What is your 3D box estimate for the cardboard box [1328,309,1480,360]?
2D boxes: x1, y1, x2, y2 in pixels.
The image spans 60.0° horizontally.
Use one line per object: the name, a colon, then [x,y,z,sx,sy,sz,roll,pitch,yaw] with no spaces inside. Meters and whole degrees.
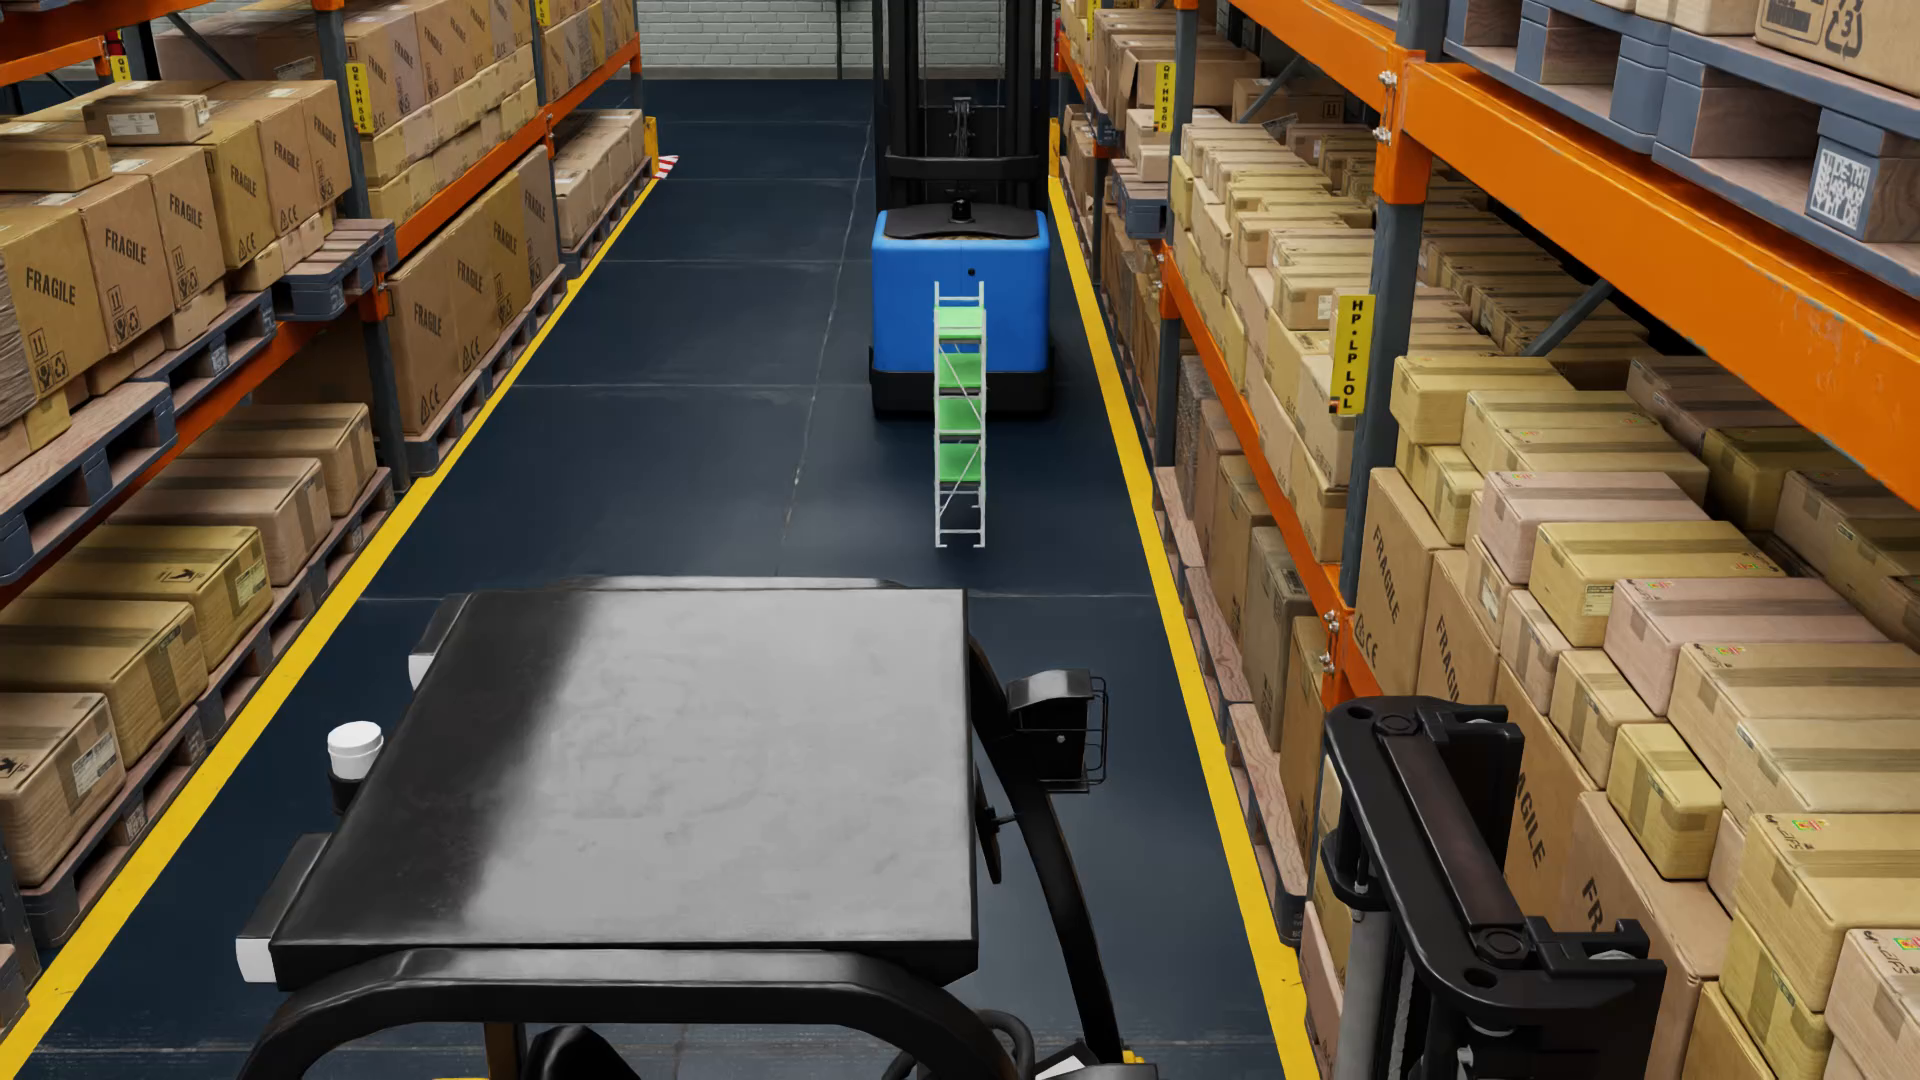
cardboard box: [1.330,-0.589,5.003,0.380,0.149,0.250,-1,24,-1]

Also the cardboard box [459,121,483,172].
cardboard box: [-3.216,-2.391,10.079,0.500,0.250,0.500,0,24,-1]

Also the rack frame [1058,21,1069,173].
rack frame: [1.446,-4.946,15.546,1.000,3.000,0.127,0,24,-1]

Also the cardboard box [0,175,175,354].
cardboard box: [-3.103,-0.955,5.729,0.500,0.500,0.500,0,24,-1]

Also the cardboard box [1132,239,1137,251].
cardboard box: [1.304,-1.959,10.678,0.380,0.149,0.250,1,24,1]

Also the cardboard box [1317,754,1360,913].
cardboard box: [1.268,0.805,4.443,0.500,0.250,0.500,-1,24,-1]

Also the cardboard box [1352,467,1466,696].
cardboard box: [1.320,0.137,4.186,0.500,0.500,0.500,-1,24,-2]

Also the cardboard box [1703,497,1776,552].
cardboard box: [1.869,0.001,3.700,0.380,0.149,0.250,0,24,1]

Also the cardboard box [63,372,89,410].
cardboard box: [-3.150,-0.503,5.517,0.380,0.149,0.250,1,24,3]

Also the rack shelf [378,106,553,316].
rack shelf: [-3.452,-2.122,10.175,1.077,0.370,4.000,0,24,-1]

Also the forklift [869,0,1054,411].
forklift: [0.013,-2.649,10.550,1.130,2.935,3.031,0,24,0]

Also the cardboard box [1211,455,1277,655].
cardboard box: [1.549,0.045,6.883,0.875,0.625,0.625,-1,24,-3]

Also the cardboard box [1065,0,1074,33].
cardboard box: [1.187,-4.617,14.640,0.500,0.250,0.500,0,24,0]

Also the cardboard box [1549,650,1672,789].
cardboard box: [1.302,0.318,2.999,0.380,0.149,0.250,-1,24,-2]

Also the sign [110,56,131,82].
sign: [-3.985,-2.150,7.958,0.100,0.325,0.005,0,24,-1]

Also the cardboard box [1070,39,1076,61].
cardboard box: [1.139,-4.164,14.122,0.380,0.149,0.250,-1,24,-2]

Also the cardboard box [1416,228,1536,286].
cardboard box: [1.826,-1.014,5.943,0.380,0.149,0.250,0,24,-1]

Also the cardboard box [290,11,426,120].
cardboard box: [-3.206,-2.536,8.882,0.500,0.500,0.500,0,24,0]

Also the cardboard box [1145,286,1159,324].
cardboard box: [1.240,-1.312,9.248,0.380,0.149,0.250,-1,24,-3]

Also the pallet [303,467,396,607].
pallet: [-3.423,-0.033,8.067,1.003,0.211,1.213,0,24,-1]

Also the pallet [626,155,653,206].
pallet: [-3.431,-3.323,15.340,1.003,0.211,1.213,0,24,-1]

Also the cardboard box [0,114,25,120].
cardboard box: [-8.800,-3.804,15.250,0.380,0.149,0.250,-1,24,-3]

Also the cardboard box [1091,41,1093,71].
cardboard box: [1.240,-3.574,12.333,0.500,0.250,0.500,0,24,1]

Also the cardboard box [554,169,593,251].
cardboard box: [-3.373,-2.557,12.864,0.875,0.438,0.875,-1,24,-1]

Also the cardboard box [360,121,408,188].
cardboard box: [-3.189,-1.995,8.597,0.500,0.250,0.500,0,24,-1]

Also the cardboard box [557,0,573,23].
cardboard box: [-3.236,-4.181,12.519,0.500,0.500,0.500,-1,24,-1]

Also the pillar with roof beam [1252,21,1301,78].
pillar with roof beam: [-1.922,-6.303,11.266,9.100,9.000,0.400,0,24,-1]

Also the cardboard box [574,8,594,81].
cardboard box: [-3.218,-3.927,13.170,0.500,0.500,0.500,0,24,0]

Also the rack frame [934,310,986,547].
rack frame: [0.001,-0.514,7.931,0.240,1.200,0.015,0,24,-1]

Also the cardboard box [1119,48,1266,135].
cardboard box: [1.330,-2.560,9.635,0.797,0.503,0.637,-1,24,-2]

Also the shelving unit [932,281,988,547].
shelving unit: [-0.002,-0.615,8.154,0.258,1.200,0.503,0,24,-1]

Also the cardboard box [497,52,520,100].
cardboard box: [-3.213,-3.047,10.922,0.500,0.250,0.500,0,24,1]

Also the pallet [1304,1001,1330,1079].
pallet: [1.543,1.597,4.463,1.003,0.211,1.213,0,24,-1]

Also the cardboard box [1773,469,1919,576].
cardboard box: [1.925,-0.032,3.412,0.380,0.149,0.250,-1,24,-2]

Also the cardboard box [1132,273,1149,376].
cardboard box: [1.310,-1.297,10.002,0.500,0.500,0.500,1,24,2]

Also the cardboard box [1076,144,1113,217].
cardboard box: [1.339,-2.966,13.692,0.700,0.500,0.500,-1,24,-3]

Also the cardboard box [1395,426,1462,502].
cardboard box: [1.317,-0.210,4.166,0.380,0.149,0.250,-1,24,-1]

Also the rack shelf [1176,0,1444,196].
rack shelf: [1.555,-1.864,5.965,1.077,0.370,4.000,0,24,-1]

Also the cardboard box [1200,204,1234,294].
cardboard box: [1.286,-1.203,6.845,0.500,0.250,0.500,-1,24,-2]

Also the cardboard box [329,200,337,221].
cardboard box: [-3.191,-1.569,7.874,0.380,0.149,0.250,1,24,1]

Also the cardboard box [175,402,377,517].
cardboard box: [-3.434,-0.387,8.145,0.950,0.372,0.625,-2,24,-4]

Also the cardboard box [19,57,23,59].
cardboard box: [-8.198,-4.191,14.182,0.380,0.149,0.250,-1,24,-3]

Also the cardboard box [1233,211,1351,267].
cardboard box: [1.227,-1.118,6.173,0.380,0.149,0.250,-1,24,-2]

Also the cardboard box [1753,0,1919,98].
cardboard box: [1.492,-0.849,2.091,0.797,0.503,0.637,1,24,1]

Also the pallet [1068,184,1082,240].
pallet: [1.467,-2.814,14.217,1.003,0.211,1.213,0,24,-1]

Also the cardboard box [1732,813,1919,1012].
cardboard box: [1.292,0.498,2.239,0.380,0.149,0.250,0,24,0]

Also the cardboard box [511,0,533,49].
cardboard box: [-3.218,-3.592,11.218,0.500,0.500,0.500,1,24,1]

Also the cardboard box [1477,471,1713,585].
cardboard box: [1.289,-0.026,3.399,0.380,0.149,0.250,0,24,1]

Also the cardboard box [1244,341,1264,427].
cardboard box: [1.324,-0.551,6.011,0.500,0.250,0.500,0,24,0]

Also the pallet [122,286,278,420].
pallet: [-3.368,-0.723,6.441,1.003,0.211,1.213,0,24,-1]

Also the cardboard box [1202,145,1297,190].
cardboard box: [1.275,-1.642,7.333,0.380,0.149,0.250,0,24,1]

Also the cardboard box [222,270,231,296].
cardboard box: [-3.180,-1.034,6.691,0.380,0.149,0.250,0,24,0]

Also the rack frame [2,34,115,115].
rack frame: [-8.466,-4.858,15.352,1.000,3.000,0.127,0,24,-1]

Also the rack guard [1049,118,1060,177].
rack guard: [1.447,-3.776,15.992,1.175,0.500,0.348,0,24,-1]

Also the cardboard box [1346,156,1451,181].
cardboard box: [1.868,-1.543,7.112,0.380,0.149,0.250,-1,24,-2]

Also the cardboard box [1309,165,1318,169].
cardboard box: [1.816,-1.625,7.779,0.500,0.250,0.500,0,24,1]

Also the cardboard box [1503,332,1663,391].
cardboard box: [1.787,-0.488,4.781,0.380,0.149,0.250,-1,24,-2]

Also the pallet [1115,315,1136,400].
pallet: [1.552,-1.188,10.622,1.003,0.211,1.213,0,24,-1]

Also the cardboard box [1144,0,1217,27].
cardboard box: [1.739,-4.322,13.076,0.500,0.500,0.500,-1,24,-2]

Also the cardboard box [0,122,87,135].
cardboard box: [-3.632,-1.378,6.666,0.500,0.500,0.500,0,24,0]
